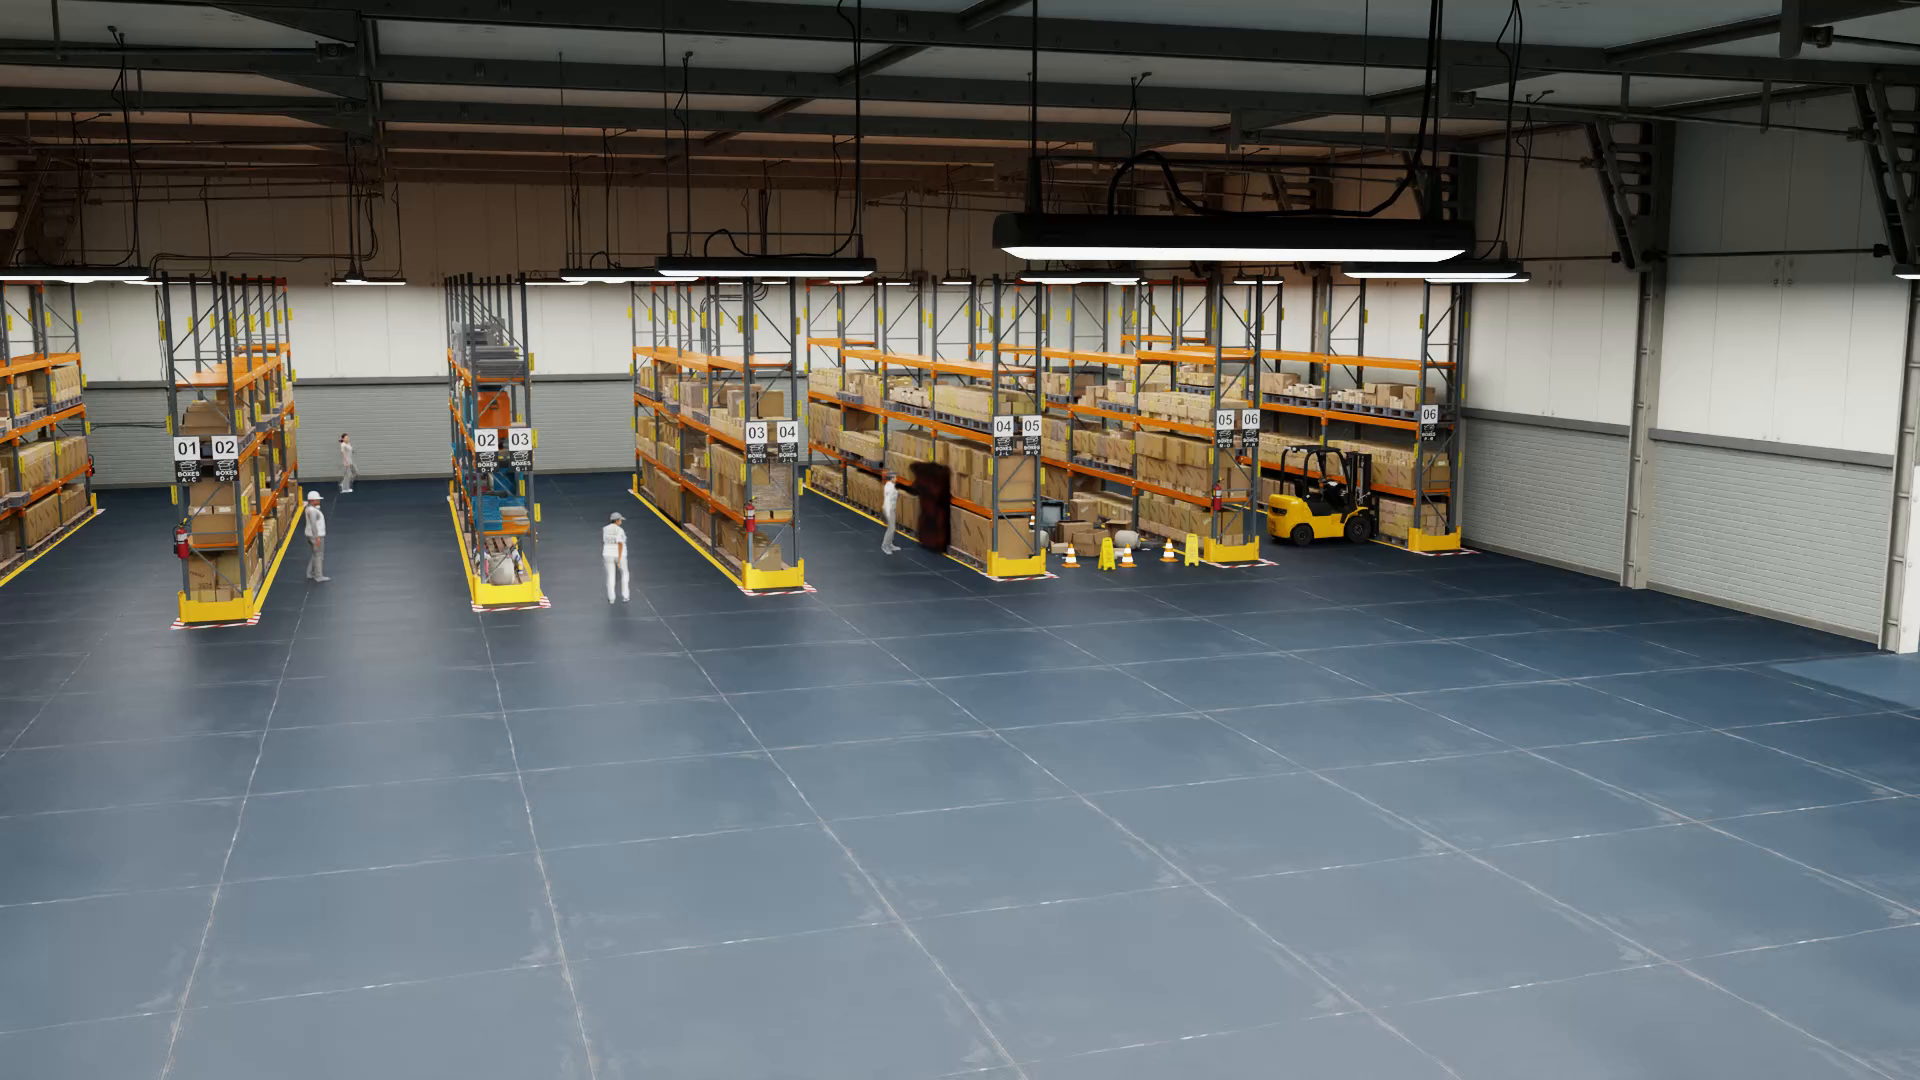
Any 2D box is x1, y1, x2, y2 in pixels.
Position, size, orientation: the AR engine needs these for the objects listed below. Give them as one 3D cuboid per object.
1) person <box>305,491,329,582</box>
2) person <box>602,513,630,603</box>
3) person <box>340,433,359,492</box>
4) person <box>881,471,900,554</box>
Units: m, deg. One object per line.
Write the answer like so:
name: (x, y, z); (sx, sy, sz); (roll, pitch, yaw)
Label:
person: (-12.659, -0.076, 32.690); (0.390, 1.788, 0.547); (-7, 11, -41)
person: (-6.304, 0.350, 30.423); (0.452, 1.720, 0.627); (0, 9, 0)
person: (-17.202, -2.178, 46.799); (0.444, 1.665, 0.456); (-1, 9, -8)
person: (-1.444, -0.589, 34.634); (0.373, 1.711, 0.533); (1, 9, 8)
